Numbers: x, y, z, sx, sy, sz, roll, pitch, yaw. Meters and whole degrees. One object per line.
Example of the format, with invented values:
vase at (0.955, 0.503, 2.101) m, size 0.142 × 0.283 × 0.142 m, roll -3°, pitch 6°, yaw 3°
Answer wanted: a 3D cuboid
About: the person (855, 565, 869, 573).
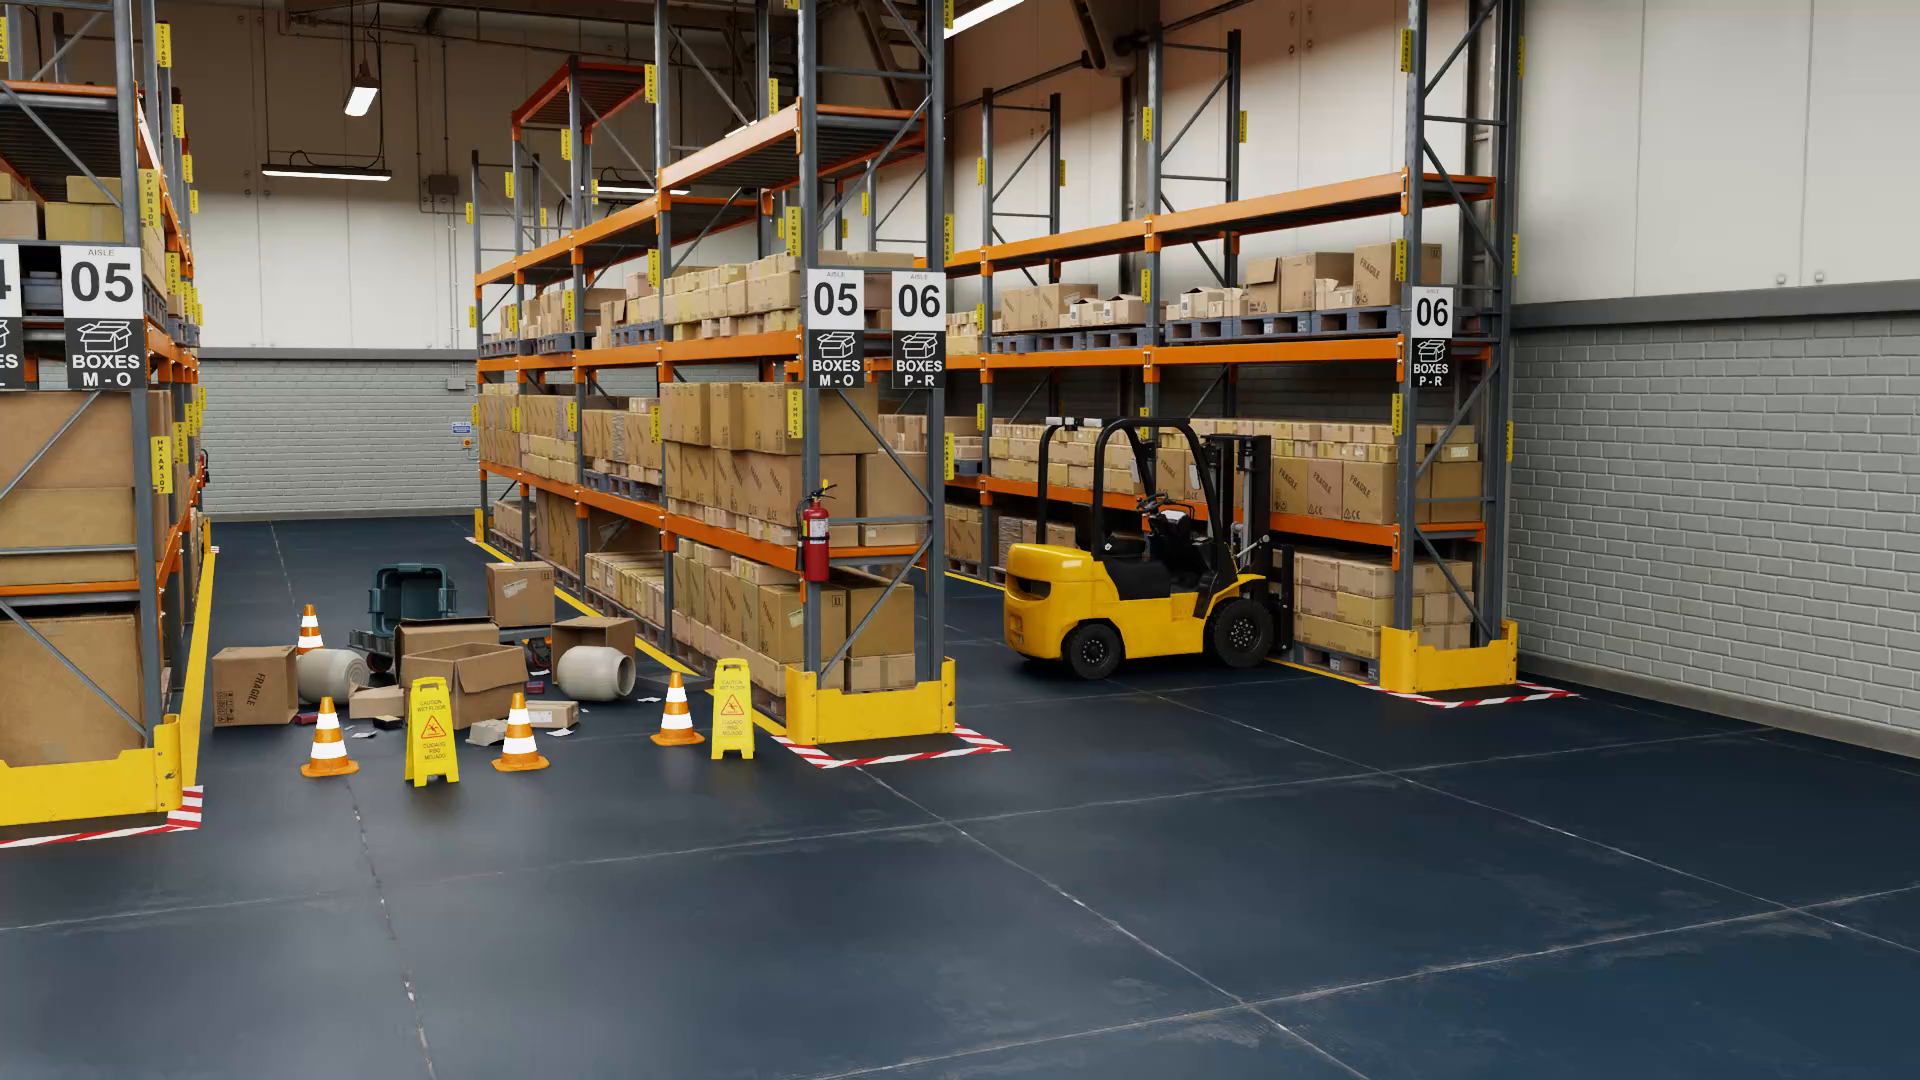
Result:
person at (-1.509, -0.412, 21.031) m, size 0.551 × 1.741 × 1.024 m, roll -3°, pitch 6°, yaw -33°
